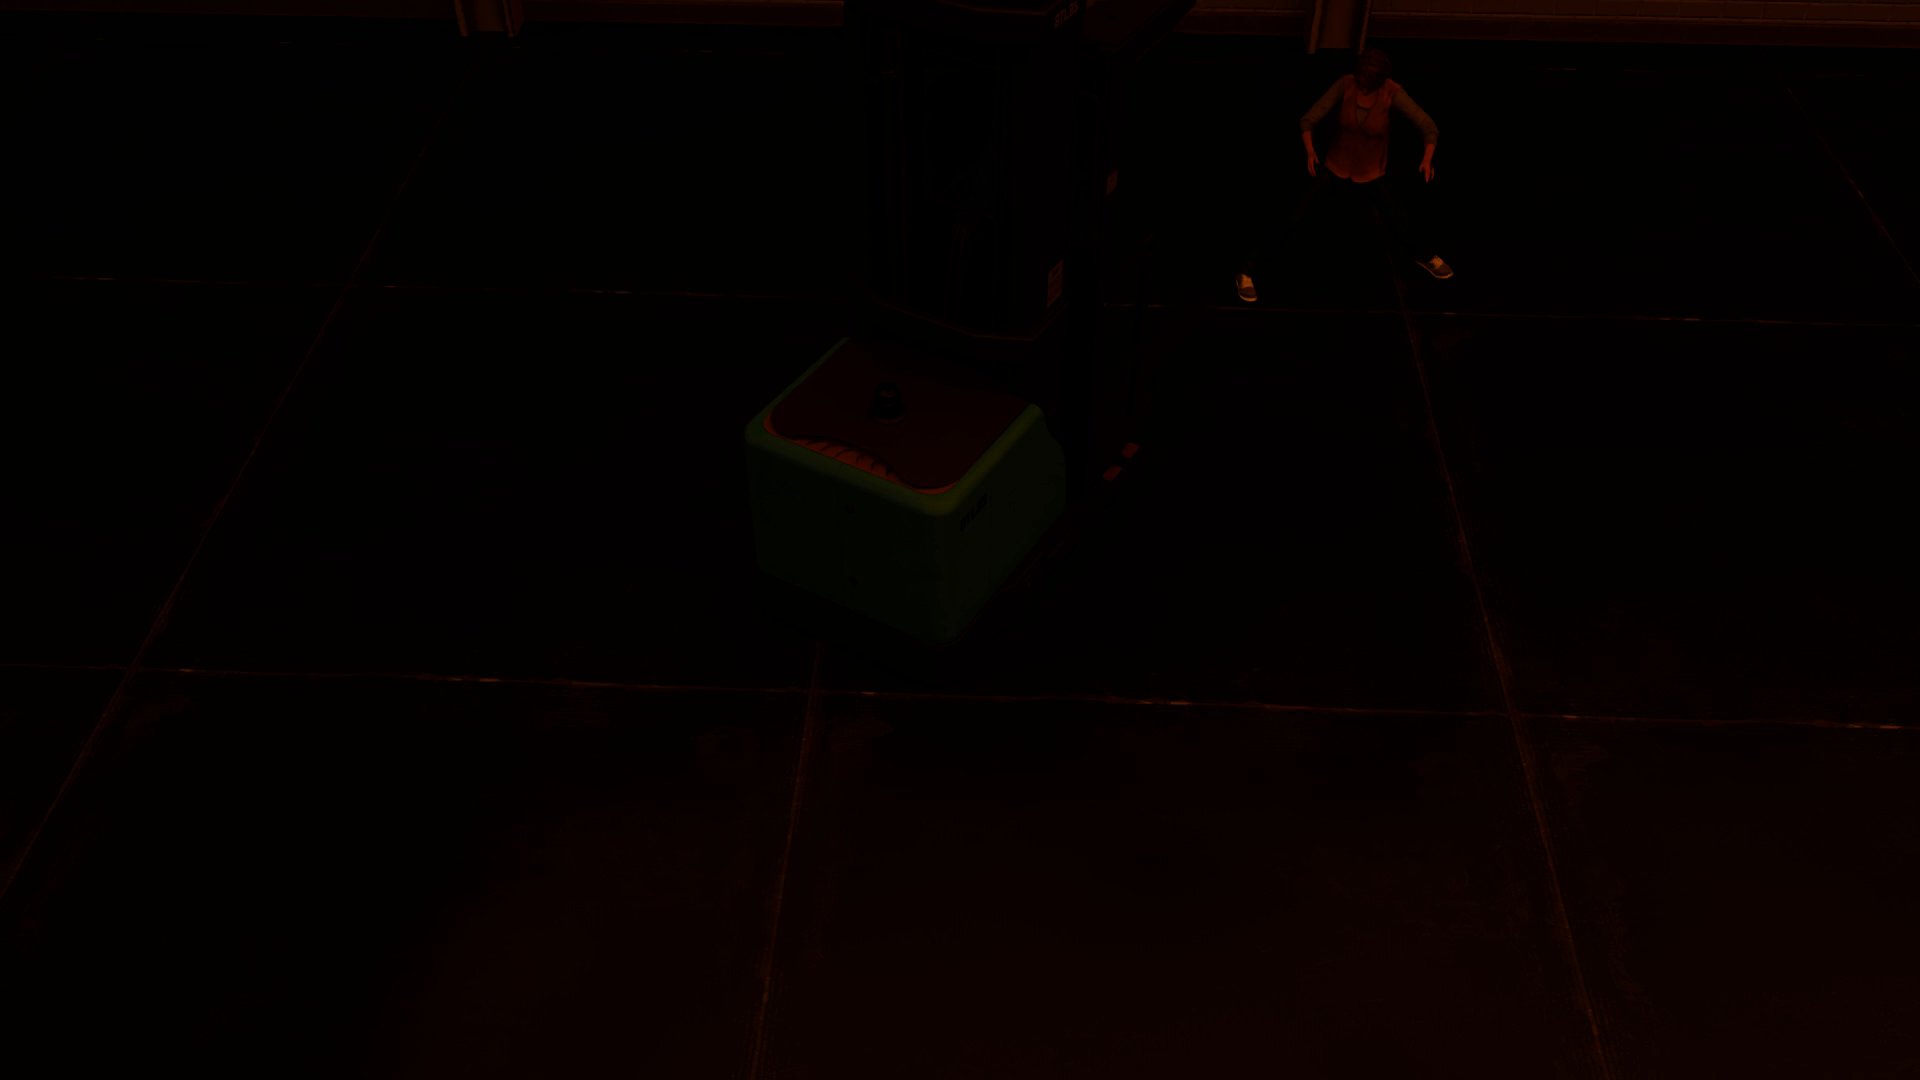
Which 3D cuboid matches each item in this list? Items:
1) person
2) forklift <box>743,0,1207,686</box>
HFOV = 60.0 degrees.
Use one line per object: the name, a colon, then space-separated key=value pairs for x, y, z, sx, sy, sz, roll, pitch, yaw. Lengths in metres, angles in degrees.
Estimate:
person: x=2.182 y=-1.959 z=9.032 sx=1.158 sy=1.391 sz=0.753 roll=14 pitch=44 yaw=15
forklift: x=0.273 y=-1.436 z=7.315 sx=1.130 sy=2.935 sz=3.031 roll=22 pitch=47 yaw=22
